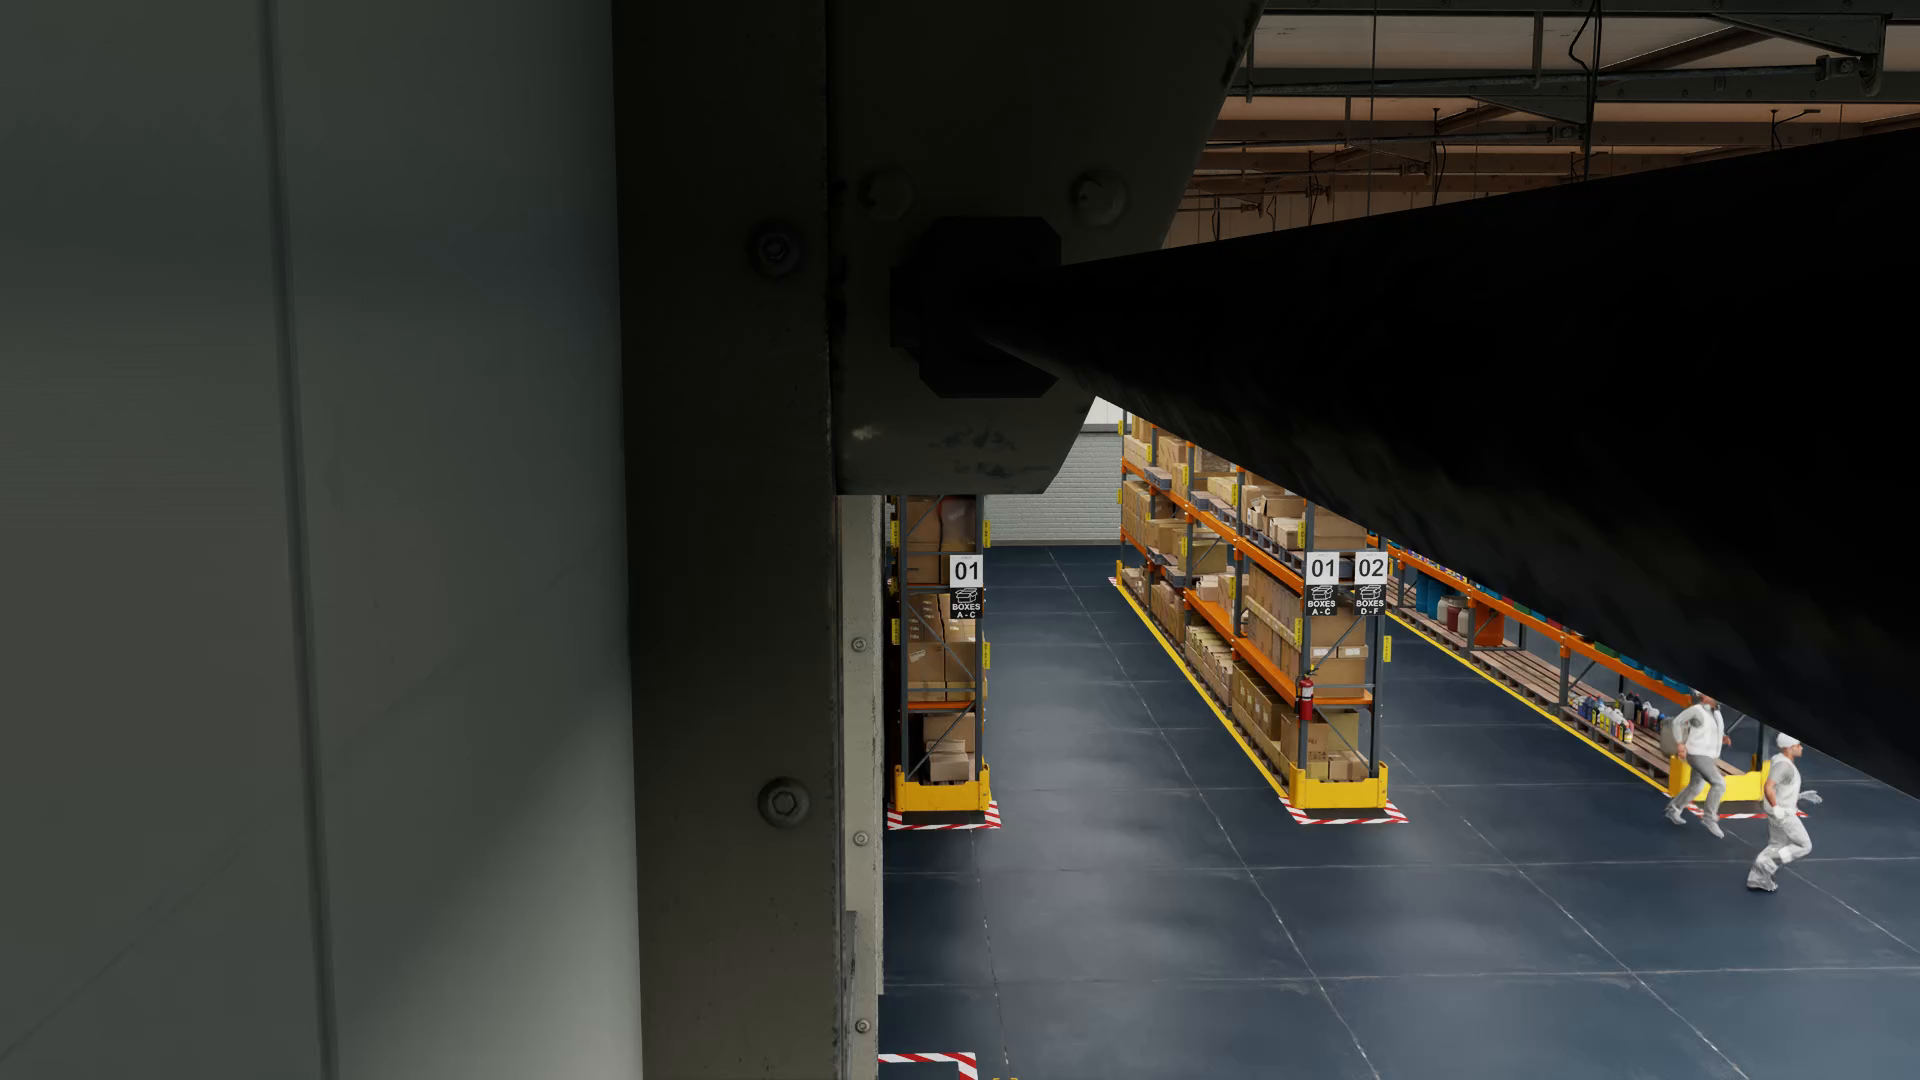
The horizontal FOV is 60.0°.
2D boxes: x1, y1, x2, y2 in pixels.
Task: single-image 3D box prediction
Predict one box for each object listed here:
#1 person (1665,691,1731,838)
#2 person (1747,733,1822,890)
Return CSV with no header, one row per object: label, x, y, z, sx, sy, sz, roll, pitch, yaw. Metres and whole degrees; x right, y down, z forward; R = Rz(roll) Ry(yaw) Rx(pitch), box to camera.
person,8.851,2.562,19.761,0.643,1.750,0.748,-7,11,-41
person,8.755,2.881,17.592,0.674,1.735,0.658,3,9,19
